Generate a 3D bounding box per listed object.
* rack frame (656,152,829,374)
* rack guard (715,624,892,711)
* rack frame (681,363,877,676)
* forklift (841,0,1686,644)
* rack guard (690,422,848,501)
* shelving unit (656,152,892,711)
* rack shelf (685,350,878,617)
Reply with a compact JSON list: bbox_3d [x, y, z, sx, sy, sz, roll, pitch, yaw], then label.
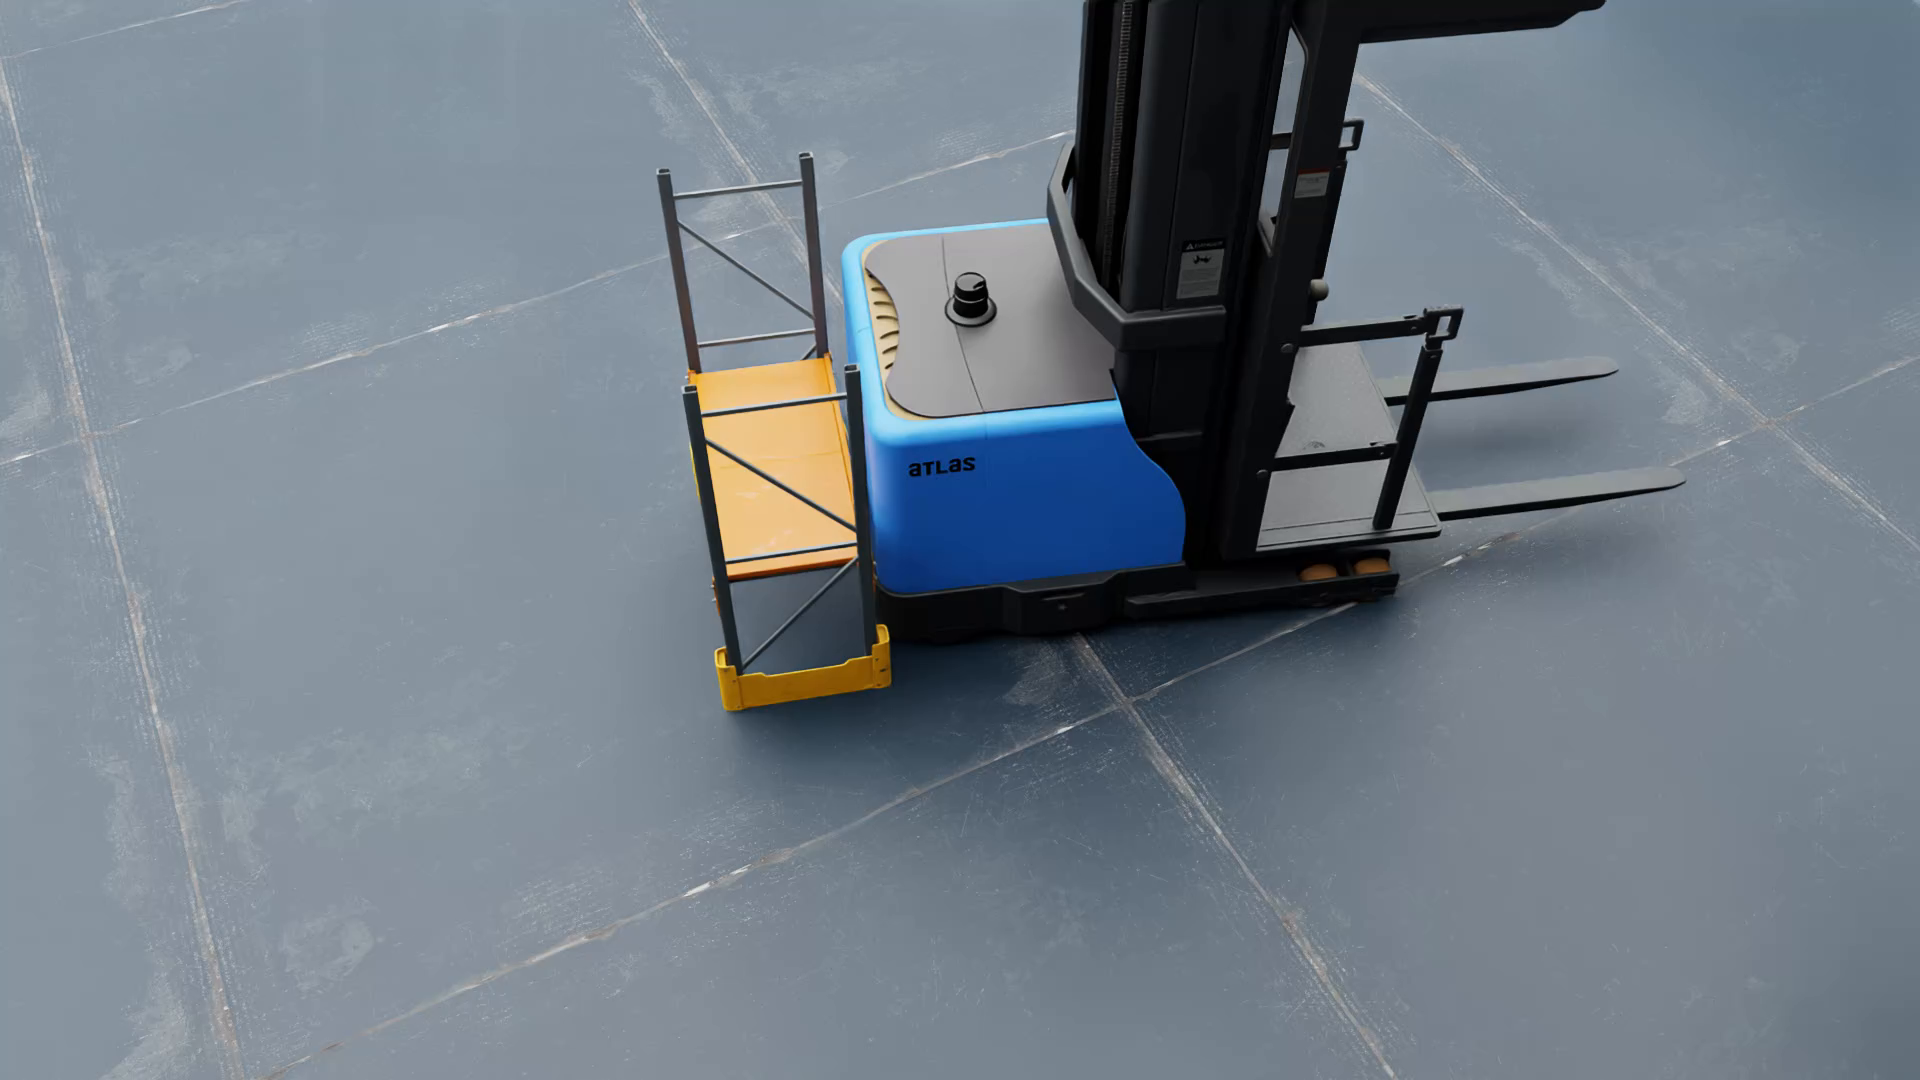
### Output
[{"bbox_3d":[-0.719,-0.710,5.875,0.500,1.500,0.032,-8,49,-7],"label":"rack frame"},{"bbox_3d":[-0.532,0.439,5.700,0.587,0.250,0.087,-8,49,-7],"label":"rack guard"},{"bbox_3d":[-0.528,0.042,5.217,0.500,1.500,0.032,-8,49,-7],"label":"rack frame"},{"bbox_3d":[1.139,-1.114,5.277,3.031,2.935,1.130,-6,49,-6],"label":"forklift"},{"bbox_3d":[-0.719,-0.298,6.344,0.587,0.250,0.087,-8,49,-7],"label":"rack guard"},{"bbox_3d":[-0.625,-0.341,5.552,0.587,1.500,1.083,-8,49,-7],"label":"shelving unit"},{"bbox_3d":[-0.623,-0.216,5.681,0.538,0.185,1.000,-8,49,-7],"label":"rack shelf"}]
